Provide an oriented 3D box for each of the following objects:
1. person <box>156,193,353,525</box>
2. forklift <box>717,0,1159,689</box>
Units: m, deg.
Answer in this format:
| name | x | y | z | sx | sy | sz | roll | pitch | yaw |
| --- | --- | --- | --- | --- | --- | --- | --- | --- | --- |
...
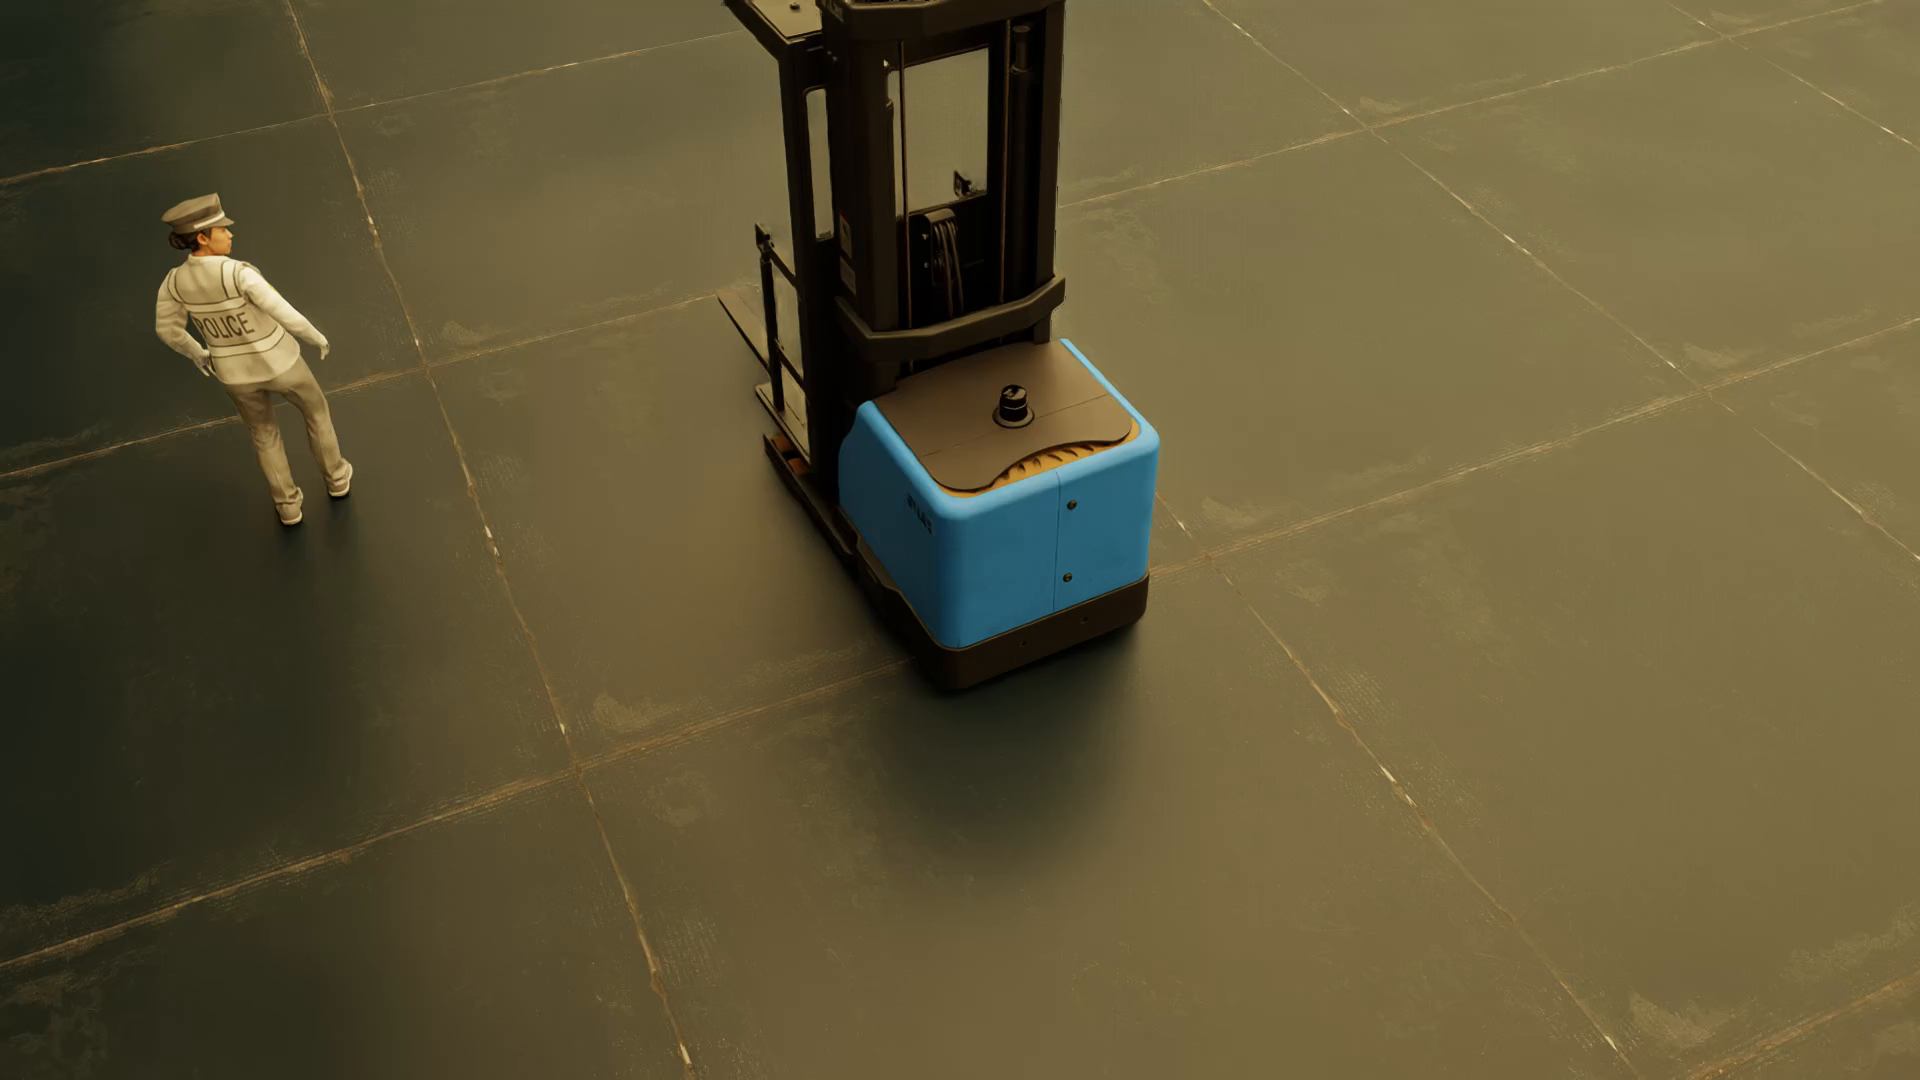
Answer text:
| name | x | y | z | sx | sy | sz | roll | pitch | yaw |
| --- | --- | --- | --- | --- | --- | --- | --- | --- | --- |
| person | -3.183 | -0.812 | 7.496 | 0.684 | 1.651 | 0.468 | -4 | 43 | -5 |
| forklift | -0.306 | -1.441 | 7.224 | 1.130 | 2.935 | 3.031 | -20 | 47 | -20 |
